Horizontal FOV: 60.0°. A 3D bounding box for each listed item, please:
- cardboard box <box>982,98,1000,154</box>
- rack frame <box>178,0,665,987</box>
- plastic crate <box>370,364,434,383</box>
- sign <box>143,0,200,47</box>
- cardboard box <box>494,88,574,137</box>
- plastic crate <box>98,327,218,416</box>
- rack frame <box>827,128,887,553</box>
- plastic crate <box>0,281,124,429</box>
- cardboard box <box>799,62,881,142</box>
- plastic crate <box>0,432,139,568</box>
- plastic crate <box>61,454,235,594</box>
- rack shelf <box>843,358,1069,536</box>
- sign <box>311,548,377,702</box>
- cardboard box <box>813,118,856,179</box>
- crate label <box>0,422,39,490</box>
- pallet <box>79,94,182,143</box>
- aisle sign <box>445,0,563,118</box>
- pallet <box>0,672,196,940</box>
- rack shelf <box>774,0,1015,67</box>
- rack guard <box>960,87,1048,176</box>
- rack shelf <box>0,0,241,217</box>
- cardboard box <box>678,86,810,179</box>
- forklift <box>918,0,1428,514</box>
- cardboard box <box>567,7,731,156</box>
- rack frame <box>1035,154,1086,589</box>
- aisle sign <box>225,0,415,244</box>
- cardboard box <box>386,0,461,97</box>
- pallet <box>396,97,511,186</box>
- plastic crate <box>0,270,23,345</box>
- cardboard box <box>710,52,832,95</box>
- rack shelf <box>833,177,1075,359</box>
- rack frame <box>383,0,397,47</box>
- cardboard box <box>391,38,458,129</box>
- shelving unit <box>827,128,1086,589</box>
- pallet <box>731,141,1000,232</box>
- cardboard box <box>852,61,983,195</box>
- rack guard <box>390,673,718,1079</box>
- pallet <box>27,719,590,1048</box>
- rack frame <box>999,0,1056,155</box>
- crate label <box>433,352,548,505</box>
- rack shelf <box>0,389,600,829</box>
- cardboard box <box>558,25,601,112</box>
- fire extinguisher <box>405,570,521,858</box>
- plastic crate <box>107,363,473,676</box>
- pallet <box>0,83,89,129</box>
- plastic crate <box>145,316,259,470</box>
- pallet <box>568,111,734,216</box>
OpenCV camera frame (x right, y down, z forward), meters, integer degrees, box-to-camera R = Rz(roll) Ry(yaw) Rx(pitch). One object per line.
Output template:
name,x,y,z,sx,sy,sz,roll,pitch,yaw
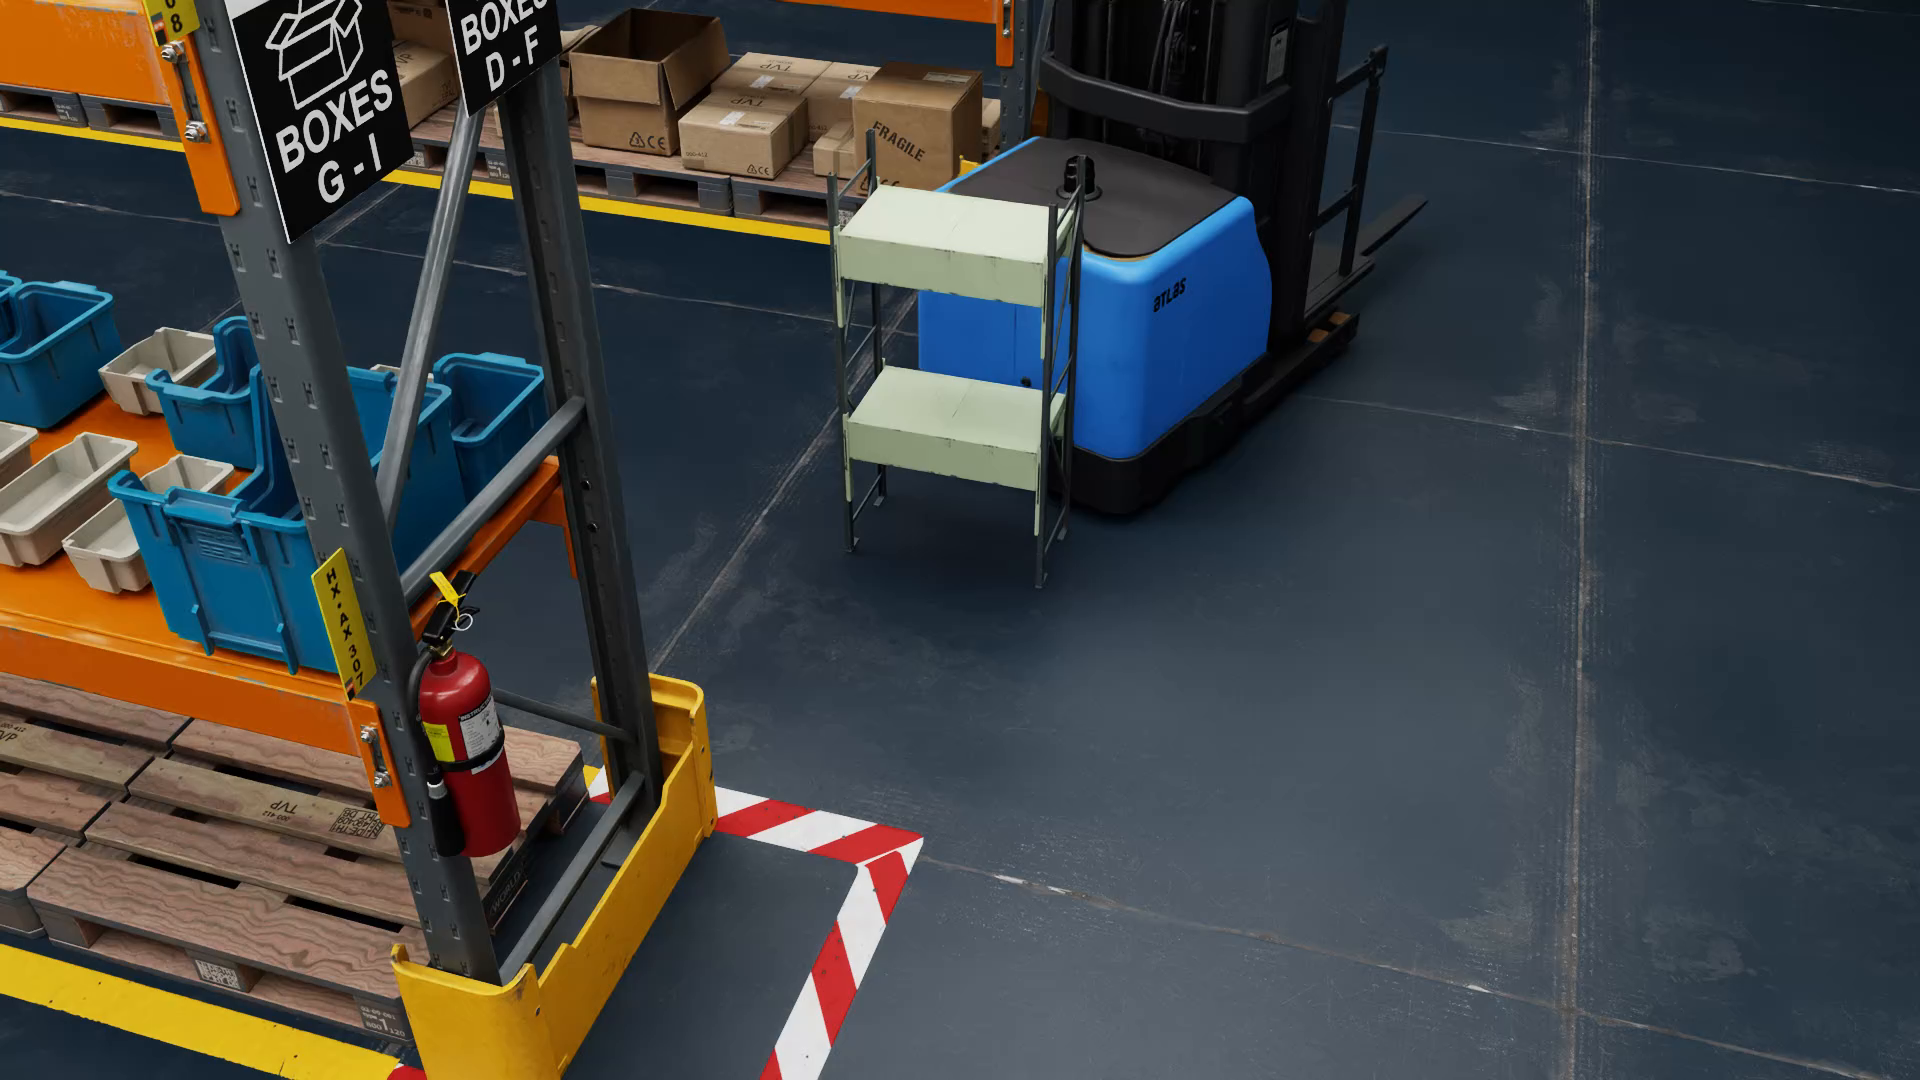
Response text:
cardboard box,0.095,-2.175,8.708,0.250,0.149,0.380,10,38,14
rack frame,-1.089,-0.075,3.822,0.127,3.000,1.000,10,38,14
plastic crate,-1.507,-0.327,4.335,0.298,0.136,0.250,10,38,14
sign,-1.237,-0.927,2.537,0.005,0.325,0.100,10,38,14
cardboard box,-2.261,-2.277,8.832,0.250,0.166,0.380,10,38,14
plastic crate,-2.155,-0.447,4.498,0.298,0.136,0.250,10,38,14
rack frame,-0.356,-0.670,5.895,0.023,1.500,0.400,10,38,14
plastic crate,-2.483,-0.495,4.482,0.300,0.233,0.416,10,38,14
cardboard box,-0.520,-2.292,8.782,0.500,0.250,0.500,10,38,14
plastic crate,-2.193,-0.094,4.020,0.243,0.136,0.396,10,38,14
plastic crate,-1.921,-0.035,3.939,0.243,0.136,0.396,10,38,14
rack shelf,-0.006,-0.343,6.000,0.720,0.370,0.431,10,38,14
sign,-1.237,0.173,3.347,0.005,0.325,0.100,10,38,14
cardboard box,-0.560,-1.993,8.446,0.250,0.166,0.380,10,38,14
crate label,-2.466,-0.130,4.068,0.243,0.136,0.396,10,38,14
pallet,-4.214,-2.584,9.582,1.213,0.211,1.003,10,38,14
aisle sign,-0.931,-1.278,3.262,0.004,0.787,0.394,10,38,14
pallet,-3.025,0.663,5.171,1.213,0.211,1.003,10,38,14
rack shelf,-1.517,-2.941,8.322,4.000,0.370,1.077,10,38,14
rack guard,0.320,-1.884,8.388,0.348,0.500,1.175,10,38,14
rack shelf,-2.998,-1.347,3.626,4.000,0.370,1.077,10,38,14
cardboard box,-1.098,-2.089,8.506,0.500,0.250,0.500,10,38,14
forklift,1.116,-2.096,6.625,1.130,2.935,3.031,24,43,29
cardboard box,-1.631,-2.427,8.752,0.637,0.503,0.797,10,38,14
rack frame,0.343,-0.541,5.719,0.023,1.500,0.400,10,38,14
aisle sign,-1.107,-0.944,2.809,0.004,0.787,0.394,10,38,14
cardboard box,-2.798,-2.815,9.281,0.500,0.500,0.500,10,38,14
pallet,-2.771,-2.339,9.250,1.213,0.211,1.003,10,38,14
plastic crate,-2.769,-0.548,4.554,0.300,0.233,0.416,10,38,14
cardboard box,-0.997,-2.380,8.902,0.500,0.250,0.500,10,38,14
rack shelf,-0.006,-0.920,5.576,0.720,0.370,0.431,10,38,14
rack frame,-3.426,-3.584,8.589,0.127,3.000,1.000,10,38,14
cardboard box,-3.090,-2.482,8.989,0.500,0.311,0.500,10,38,14
shelving unit,-0.006,-0.605,5.807,0.755,1.500,0.431,10,38,14
pallet,-0.442,-1.908,8.664,1.213,0.211,1.003,10,38,14
cardboard box,-0.200,-2.004,8.180,0.500,0.500,0.500,10,38,14
rack guard,-1.062,0.928,4.567,0.348,0.500,1.175,10,38,14
pallet,-1.864,0.880,4.876,1.213,0.211,1.003,10,38,14
rack frame,0.392,-2.877,7.629,0.127,3.000,1.000,10,38,14
crate label,-1.226,-0.262,4.166,0.303,0.233,0.416,10,38,14
rack shelf,-2.998,-0.139,4.515,4.000,0.370,1.077,10,38,14
cardboard box,-2.082,-2.606,9.157,0.500,0.311,0.500,10,38,14
fire extinguisher,-1.080,0.390,3.570,0.183,0.674,0.296,10,38,14
plastic crate,-1.464,-0.067,3.730,0.499,0.435,0.616,10,38,14
pallet,-5.382,-2.798,9.874,1.213,0.211,1.003,10,38,14
plastic crate,-1.854,-0.378,4.324,0.300,0.233,0.416,10,38,14
pallet,-1.602,-2.125,8.959,1.213,0.211,1.003,10,38,14
